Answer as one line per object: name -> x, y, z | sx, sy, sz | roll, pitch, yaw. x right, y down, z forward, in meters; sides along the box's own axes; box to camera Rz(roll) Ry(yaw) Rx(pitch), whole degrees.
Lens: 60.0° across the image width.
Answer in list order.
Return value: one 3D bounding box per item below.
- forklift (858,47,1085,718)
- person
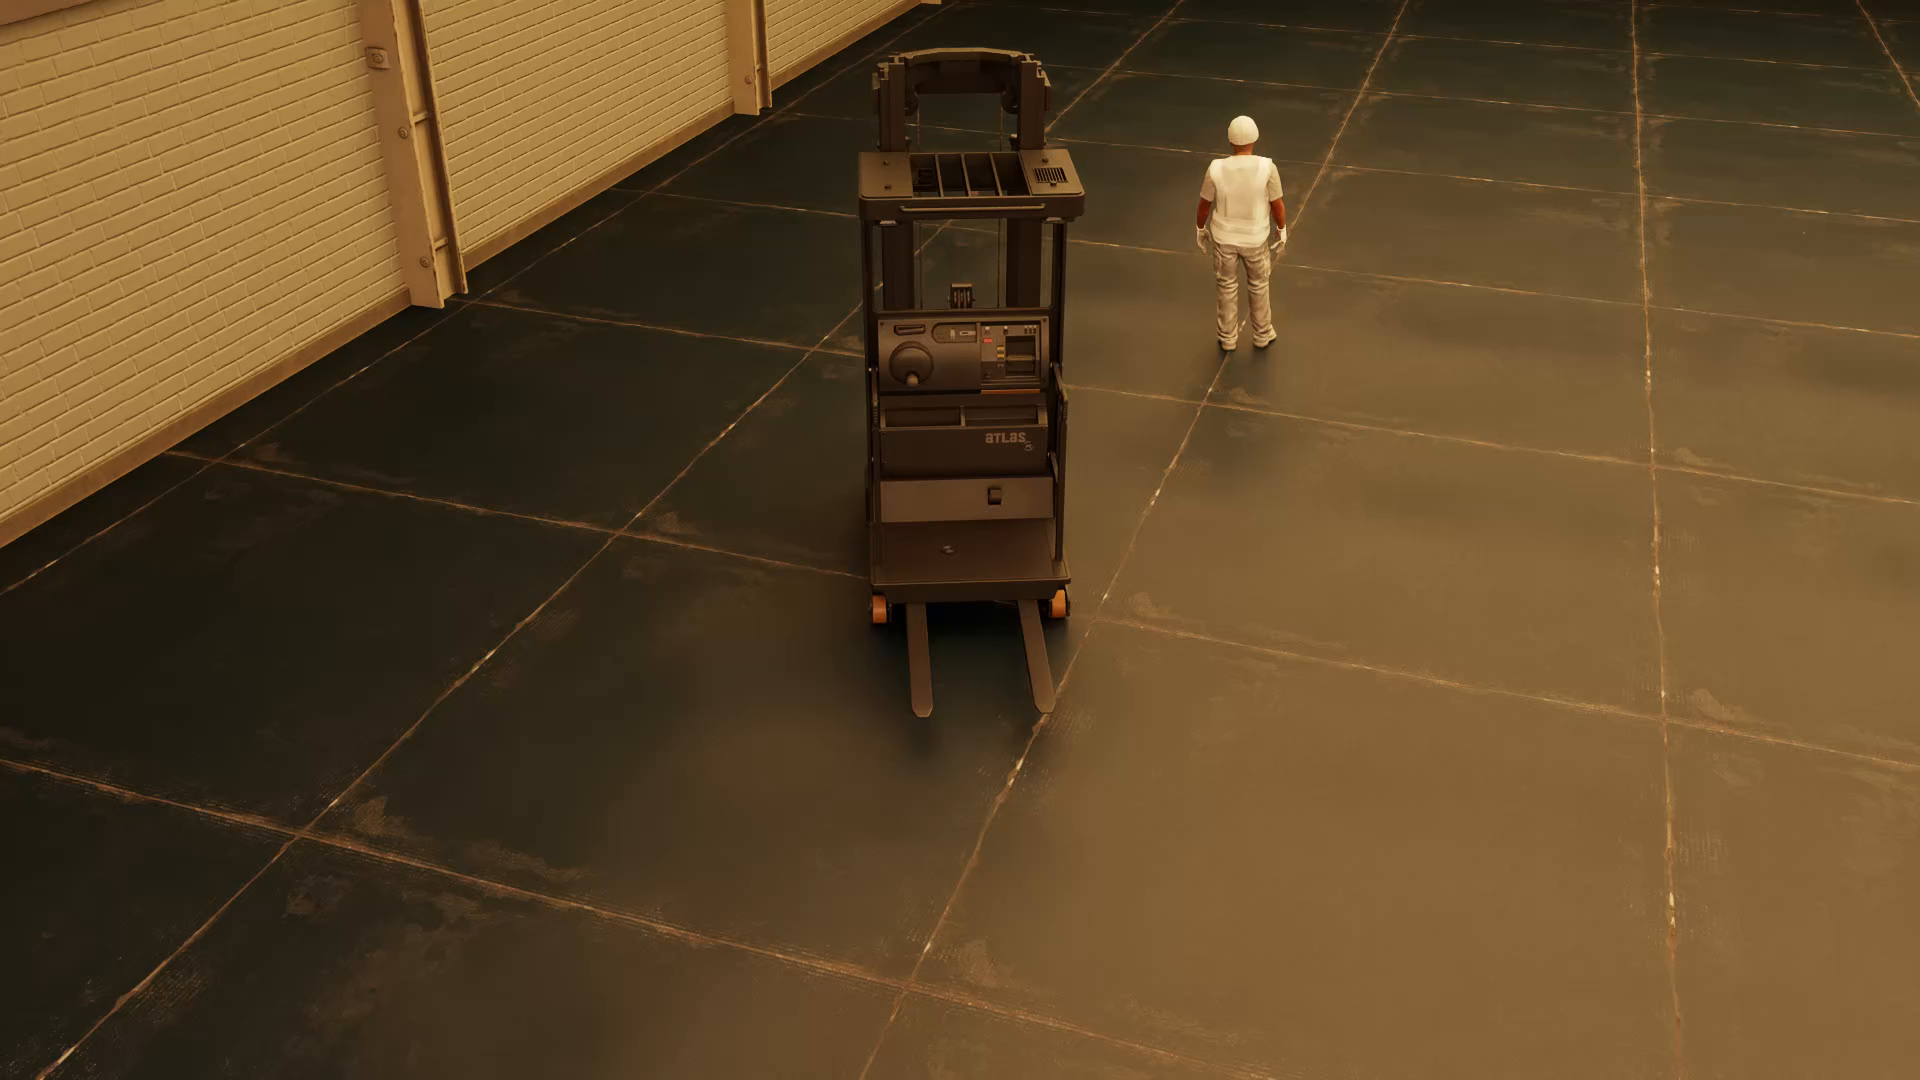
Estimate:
forklift -> 0.035, -0.972, 8.842 | 1.130, 2.935, 3.031 | -2, 30, -3
person -> 2.077, -2.269, 12.261 | 0.657, 1.784, 0.576 | 7, 30, 12
